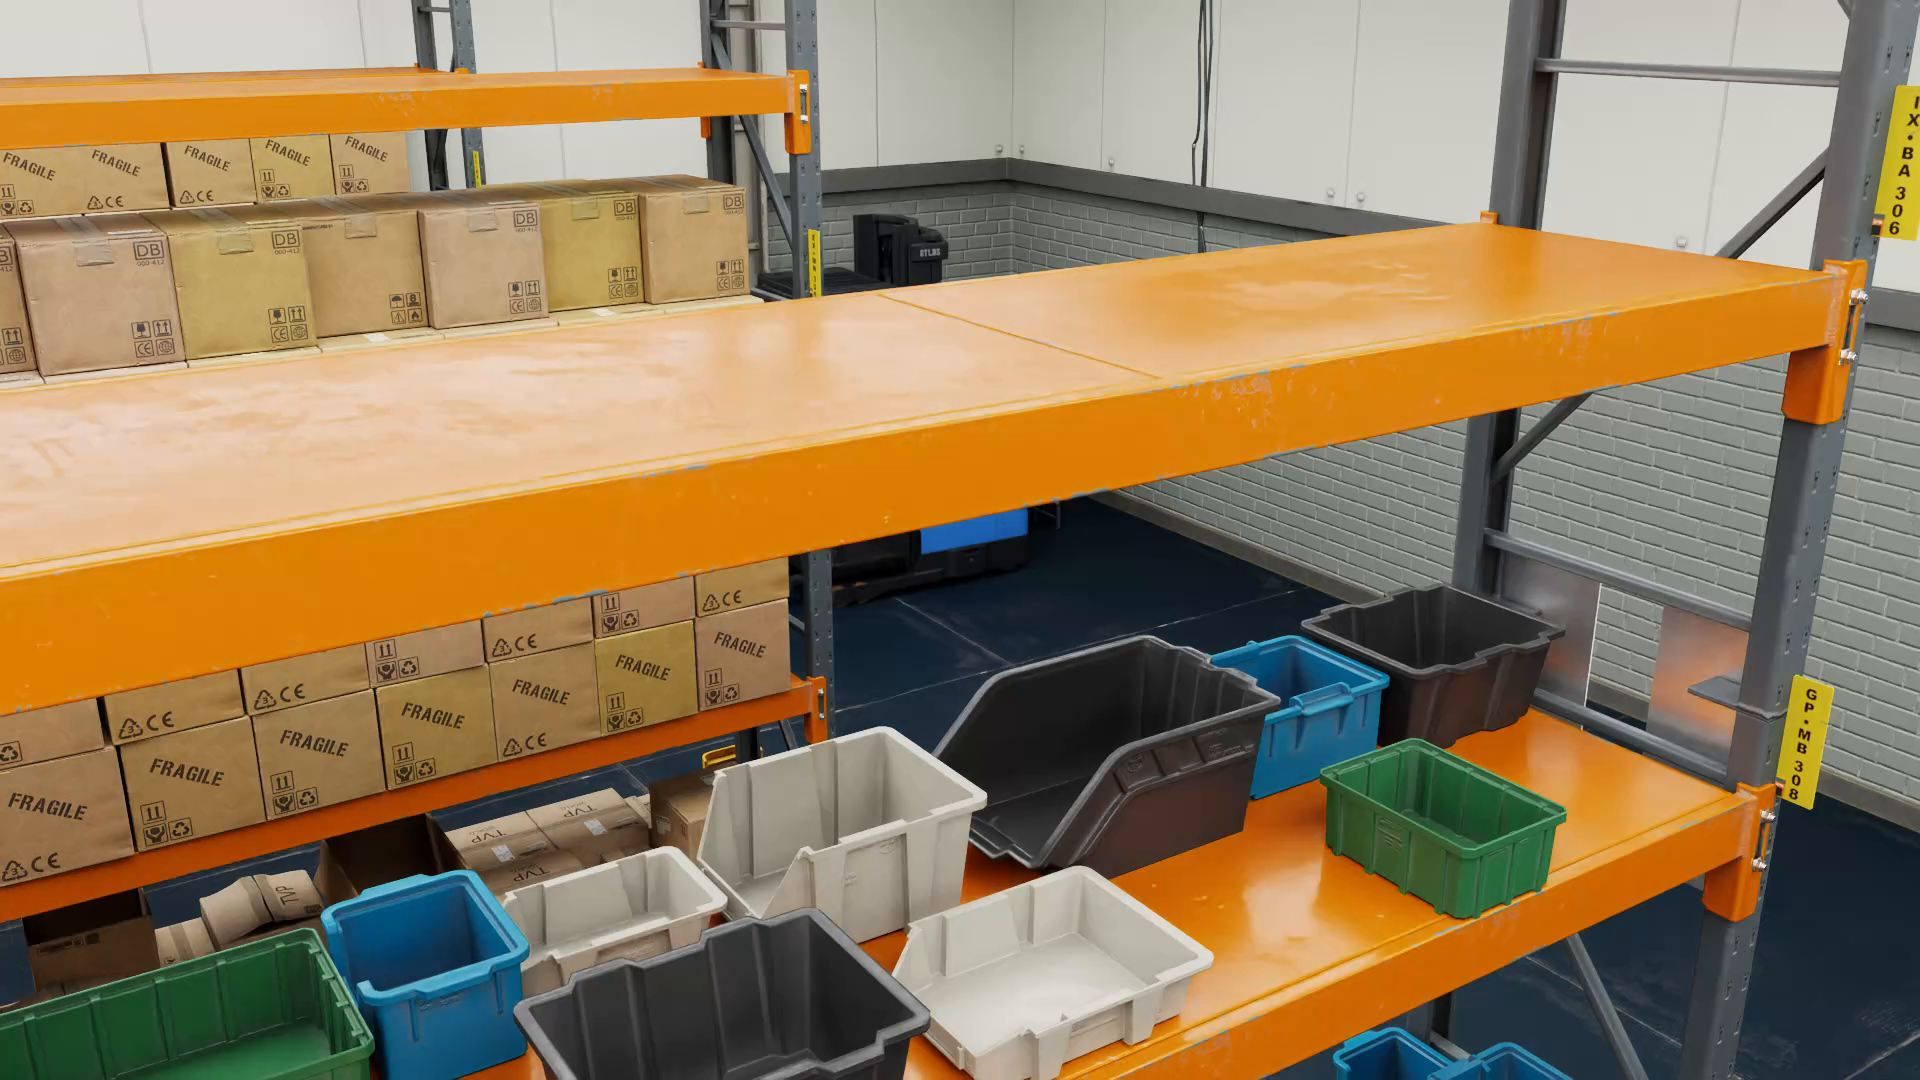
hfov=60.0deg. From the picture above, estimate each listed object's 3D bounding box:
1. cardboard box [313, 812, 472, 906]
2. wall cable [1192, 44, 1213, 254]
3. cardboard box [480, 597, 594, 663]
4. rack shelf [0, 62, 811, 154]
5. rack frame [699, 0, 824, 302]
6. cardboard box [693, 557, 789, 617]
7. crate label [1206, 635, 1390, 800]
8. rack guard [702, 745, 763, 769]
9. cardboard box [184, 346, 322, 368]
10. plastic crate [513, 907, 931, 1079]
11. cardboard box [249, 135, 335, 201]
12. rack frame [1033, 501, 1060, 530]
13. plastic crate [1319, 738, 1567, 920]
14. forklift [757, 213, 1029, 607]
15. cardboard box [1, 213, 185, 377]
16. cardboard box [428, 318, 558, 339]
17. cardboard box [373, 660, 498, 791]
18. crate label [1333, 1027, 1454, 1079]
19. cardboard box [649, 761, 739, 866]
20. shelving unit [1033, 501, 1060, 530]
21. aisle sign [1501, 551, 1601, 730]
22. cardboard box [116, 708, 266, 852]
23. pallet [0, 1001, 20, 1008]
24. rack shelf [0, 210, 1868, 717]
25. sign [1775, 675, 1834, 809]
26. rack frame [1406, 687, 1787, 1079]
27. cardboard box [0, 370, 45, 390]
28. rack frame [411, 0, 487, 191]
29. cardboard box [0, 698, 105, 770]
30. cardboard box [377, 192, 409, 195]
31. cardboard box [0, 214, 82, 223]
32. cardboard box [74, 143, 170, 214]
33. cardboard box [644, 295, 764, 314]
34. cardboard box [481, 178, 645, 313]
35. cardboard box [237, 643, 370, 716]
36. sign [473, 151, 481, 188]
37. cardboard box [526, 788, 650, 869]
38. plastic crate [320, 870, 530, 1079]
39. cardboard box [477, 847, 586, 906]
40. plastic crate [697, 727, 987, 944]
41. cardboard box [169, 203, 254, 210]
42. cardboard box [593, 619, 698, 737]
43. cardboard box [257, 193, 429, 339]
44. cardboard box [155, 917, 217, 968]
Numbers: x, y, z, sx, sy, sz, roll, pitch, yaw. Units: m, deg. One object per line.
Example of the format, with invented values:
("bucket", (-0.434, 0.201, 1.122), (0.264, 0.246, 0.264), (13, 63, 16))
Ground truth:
("cardboard box", (-2.746, 1.744, 8.114), (0.637, 0.503, 0.797), (-12, 22, -31))
("wall cable", (1.221, -3.199, 15.004), (0.112, 2.526, 3.097), (-12, 22, -31))
("cardboard box", (-2.044, 0.210, 7.722), (0.500, 0.500, 0.500), (-11, 22, -30))
("rack shelf", (-2.642, -1.750, 6.999), (4.000, 0.370, 1.077), (-12, 22, -31))
("rack frame", (-0.971, -2.445, 7.925), (0.127, 3.000, 1.000), (-12, 22, -31))
("cardboard box", (-1.192, 0.028, 8.260), (0.500, 0.500, 0.500), (-12, 22, -32))
("crate label", (0.802, 0.449, 4.283), (0.502, 0.251, 0.408), (-12, 22, -31))
("rack guard", (-1.035, 1.595, 9.246), (0.348, 0.500, 1.175), (-12, 22, -31))
("cardboard box", (-2.929, -0.678, 6.835), (0.500, 0.250, 0.500), (-12, 22, -31))
("plastic crate", (-0.403, 0.923, 2.852), (0.590, 0.269, 0.497), (-12, 22, -31))
("cardboard box", (-4.584, -2.591, 11.294), (0.500, 0.500, 0.500), (-11, 22, -30))
("rack frame", (0.788, -0.857, 14.937), (0.023, 1.500, 0.400), (-11, 22, -30))
("plastic crate", (1.083, 0.652, 3.778), (0.336, 0.188, 0.450), (-12, 22, -31))
("forklift", (-0.954, -1.050, 13.275), (3.031, 2.935, 1.130), (-10, 21, -28))
("cardboard box", (-3.431, -0.986, 6.577), (0.500, 0.500, 0.700), (-12, 22, -31))
("cardboard box", (-2.097, -0.855, 7.362), (0.500, 0.250, 0.500), (-12, 22, -31))
("cardboard box", (-2.468, 0.769, 7.630), (0.500, 0.500, 0.500), (-12, 22, -32))
("crate label", (1.363, 1.729, 5.114), (0.303, 0.233, 0.416), (-12, 22, -31))
("cardboard box", (-1.290, 1.535, 8.737), (0.500, 0.500, 0.500), (-12, 22, -31))
("shelving unit", (0.477, -0.795, 14.754), (0.755, 1.500, 0.431), (-11, 22, -30))
("aisle sign", (1.647, 0.399, 4.821), (0.004, 0.787, 0.394), (-12, 22, -31))
("cardboard box", (-3.311, 0.947, 7.105), (0.500, 0.500, 0.500), (-11, 22, -30))
("pallet", (-3.738, 2.302, 7.605), (1.213, 0.211, 1.003), (-12, 22, -31))
("rack shelf", (0.079, -0.236, 3.141), (4.000, 0.370, 1.077), (-12, 22, -31))
("sign", (2.066, 0.496, 4.074), (0.005, 0.325, 0.100), (-12, 22, -31))
("rack frame", (1.750, 1.723, 4.965), (0.127, 3.000, 1.000), (-12, 22, -31))
("cardboard box", (-3.769, -0.504, 6.322), (0.500, 0.250, 0.500), (-12, 22, -31))
("rack frame", (-3.699, -3.769, 11.842), (0.127, 3.000, 1.000), (-12, 22, -31))
("cardboard box", (-3.764, 0.573, 6.648), (0.500, 0.500, 0.500), (-11, 22, -30))
("cardboard box", (-4.165, -2.323, 11.672), (0.500, 0.250, 0.500), (-11, 22, -30))
("cardboard box", (-5.884, -1.956, 10.585), (0.500, 0.250, 0.500), (-12, 22, -33))
("cardboard box", (-5.455, -2.405, 10.743), (0.500, 0.500, 0.500), (-12, 22, -31))
("cardboard box", (-1.260, -1.031, 7.880), (0.500, 0.250, 0.500), (-12, 22, -31))
("cardboard box", (-1.856, -1.384, 7.755), (0.500, 0.500, 0.700), (-12, 22, -31))
("cardboard box", (-2.904, 0.392, 7.185), (0.500, 0.500, 0.500), (-13, 22, -33))
("sign", (-3.412, -2.582, 11.757), (0.005, 0.325, 0.100), (-12, 22, -31))
("cardboard box", (-1.999, 1.600, 8.936), (0.500, 0.250, 0.500), (-12, 22, -31))
("plastic crate", (-1.006, 0.840, 3.154), (0.300, 0.233, 0.416), (-12, 22, -31))
("cardboard box", (-2.100, 1.813, 8.306), (0.500, 0.250, 0.500), (-12, 22, -31))
("plastic crate", (-0.271, 0.666, 3.593), (0.530, 0.282, 0.437), (-12, 22, -31))
("cardboard box", (-5.031, -2.138, 11.125), (0.500, 0.250, 0.500), (-13, 22, -33))
("cardboard box", (-1.627, 0.594, 8.148), (0.500, 0.500, 0.500), (-12, 22, -31))
("cardboard box", (-2.683, -1.205, 7.223), (0.500, 0.500, 0.700), (-12, 22, -31))
("cardboard box", (-3.712, 1.986, 7.952), (0.250, 0.149, 0.380), (-12, 22, -31))
